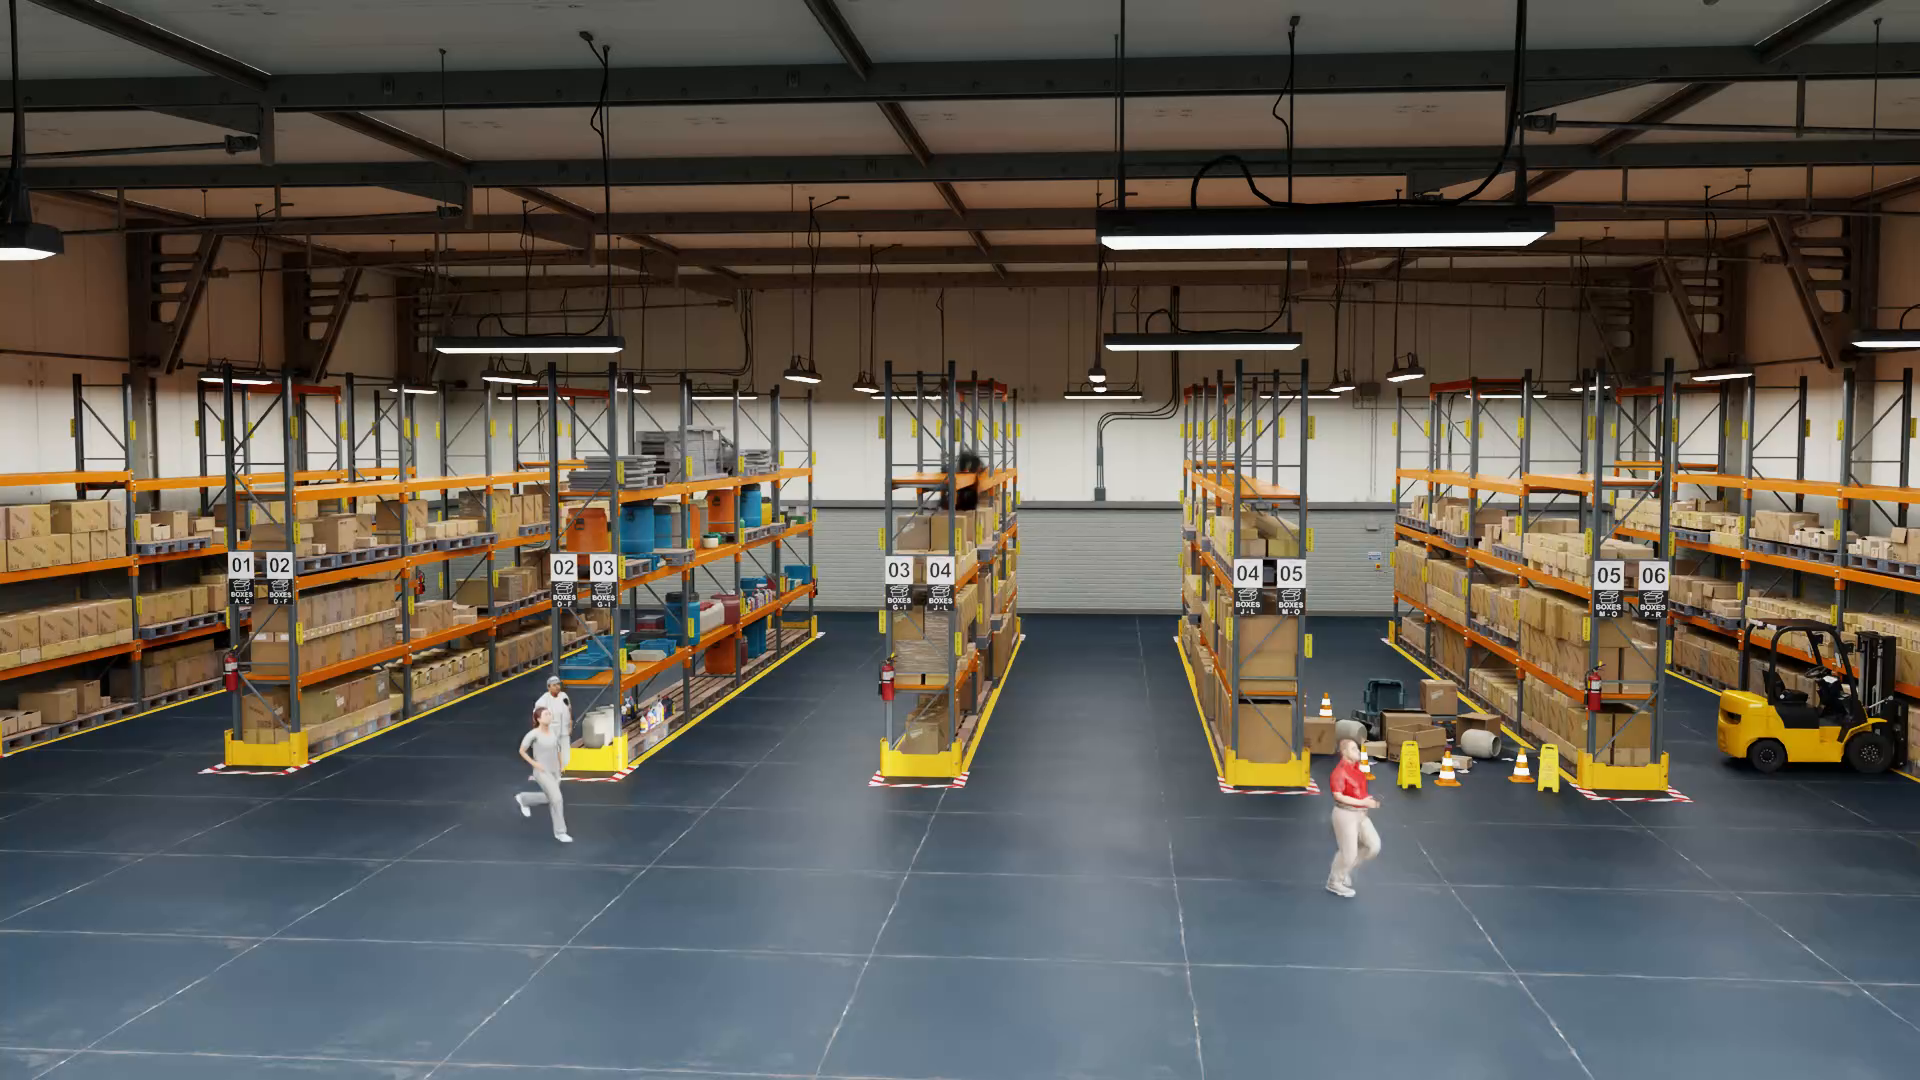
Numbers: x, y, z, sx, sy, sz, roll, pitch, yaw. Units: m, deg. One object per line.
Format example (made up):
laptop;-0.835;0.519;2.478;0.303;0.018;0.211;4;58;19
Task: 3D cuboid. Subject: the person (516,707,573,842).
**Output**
person;-5.134;2.861;20.461;0.933;1.644;0.557;2;4;26

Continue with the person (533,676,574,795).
person;-5.640;2.683;23.020;0.615;1.637;0.615;-4;5;-44

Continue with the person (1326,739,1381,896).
person;4.239;2.982;17.846;0.607;1.682;0.651;3;5;40
